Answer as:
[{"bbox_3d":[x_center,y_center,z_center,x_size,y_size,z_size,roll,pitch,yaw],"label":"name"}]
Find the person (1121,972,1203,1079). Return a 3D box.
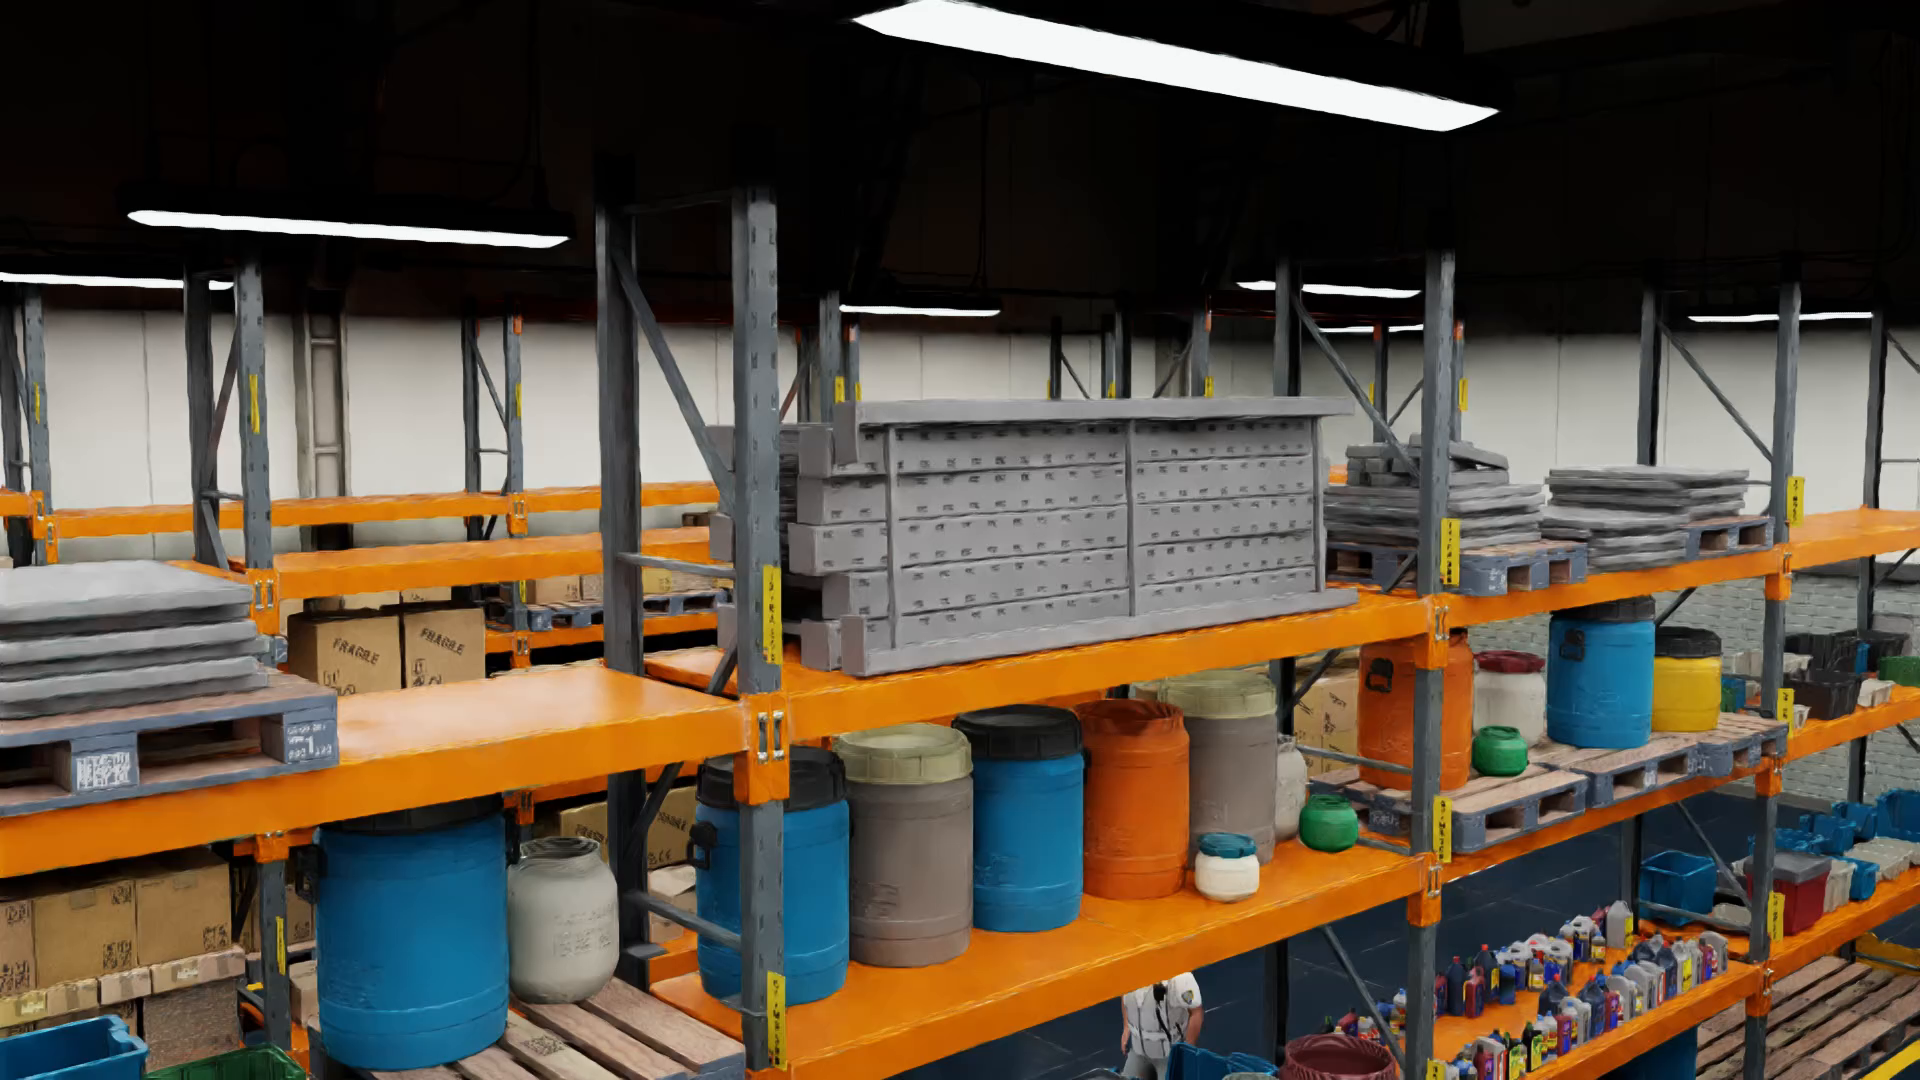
[{"bbox_3d":[1.301,3.292,10.861,0.528,1.715,0.682,-5,7,-43],"label":"person"}]
